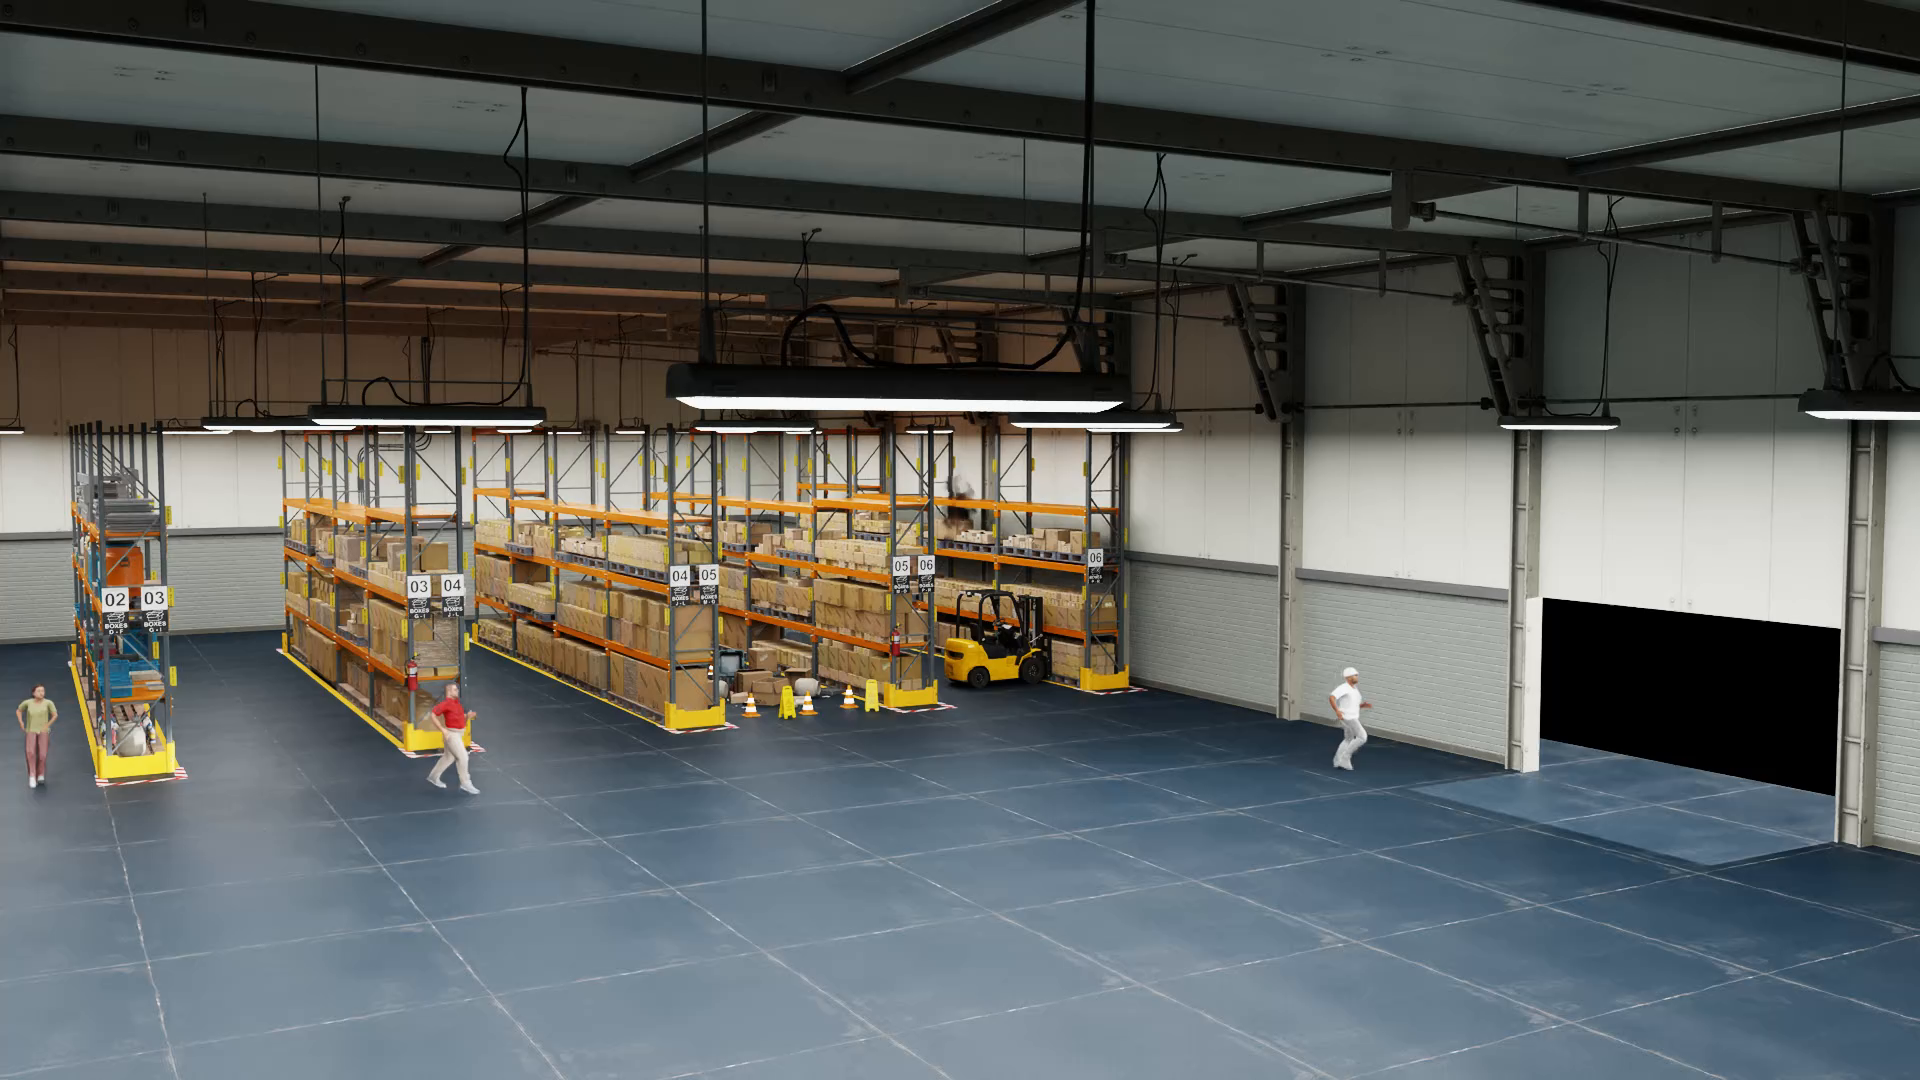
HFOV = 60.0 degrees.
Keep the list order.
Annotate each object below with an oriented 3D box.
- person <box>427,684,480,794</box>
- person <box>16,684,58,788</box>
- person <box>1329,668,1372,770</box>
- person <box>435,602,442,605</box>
[{"bbox_3d":[-8.174,3.194,26.776,0.891,1.769,0.646,0,4,-2],"label":"person"},{"bbox_3d":[-15.192,3.212,27.402,0.589,1.656,0.668,-2,4,-31],"label":"person"},{"bbox_3d":[6.749,3.074,28.634,0.666,1.747,0.695,2,4,25],"label":"person"},{"bbox_3d":[-14.649,2.040,45.855,0.830,1.705,0.681,-1,4,-16],"label":"person"}]
